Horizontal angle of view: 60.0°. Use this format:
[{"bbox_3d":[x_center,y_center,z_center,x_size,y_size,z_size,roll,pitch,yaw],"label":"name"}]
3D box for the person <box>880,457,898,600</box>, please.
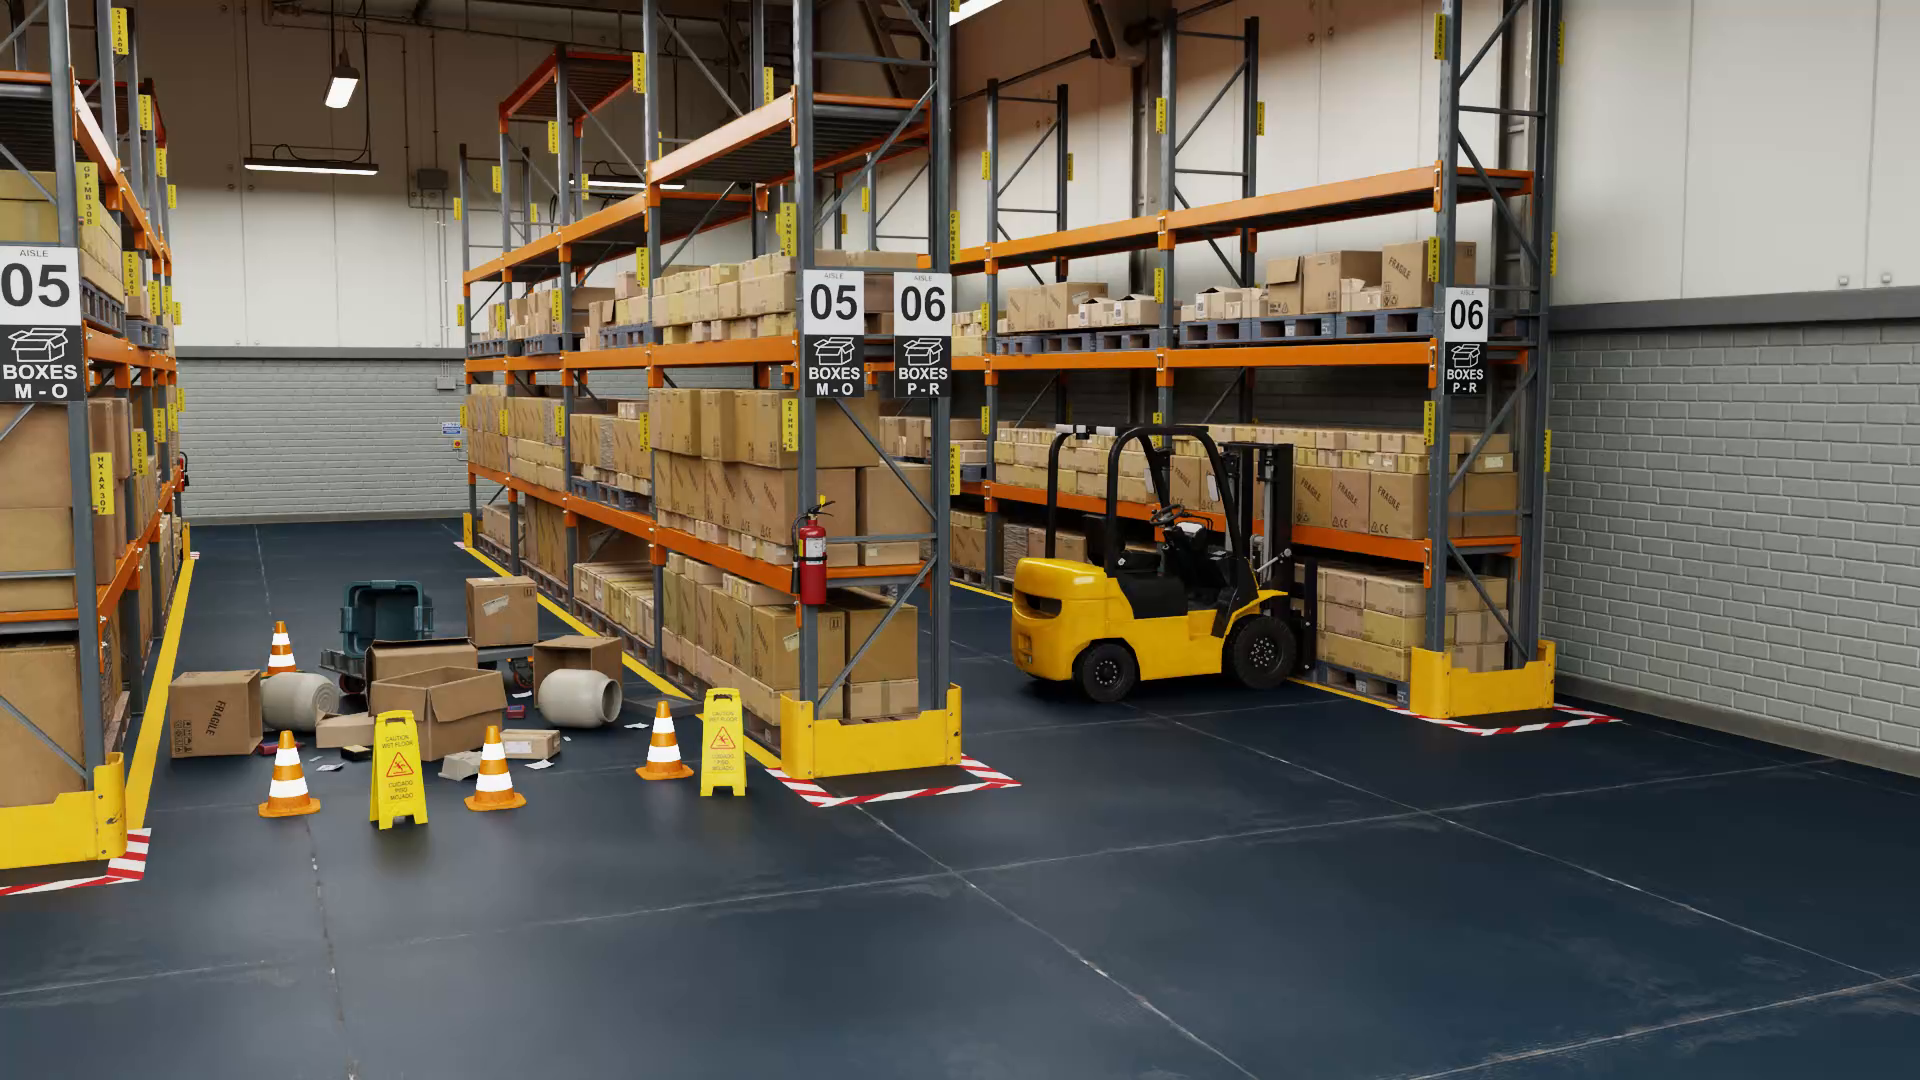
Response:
[{"bbox_3d":[-0.840,-0.104,18.696,0.373,1.660,0.524,-3,6,-26],"label":"person"}]
